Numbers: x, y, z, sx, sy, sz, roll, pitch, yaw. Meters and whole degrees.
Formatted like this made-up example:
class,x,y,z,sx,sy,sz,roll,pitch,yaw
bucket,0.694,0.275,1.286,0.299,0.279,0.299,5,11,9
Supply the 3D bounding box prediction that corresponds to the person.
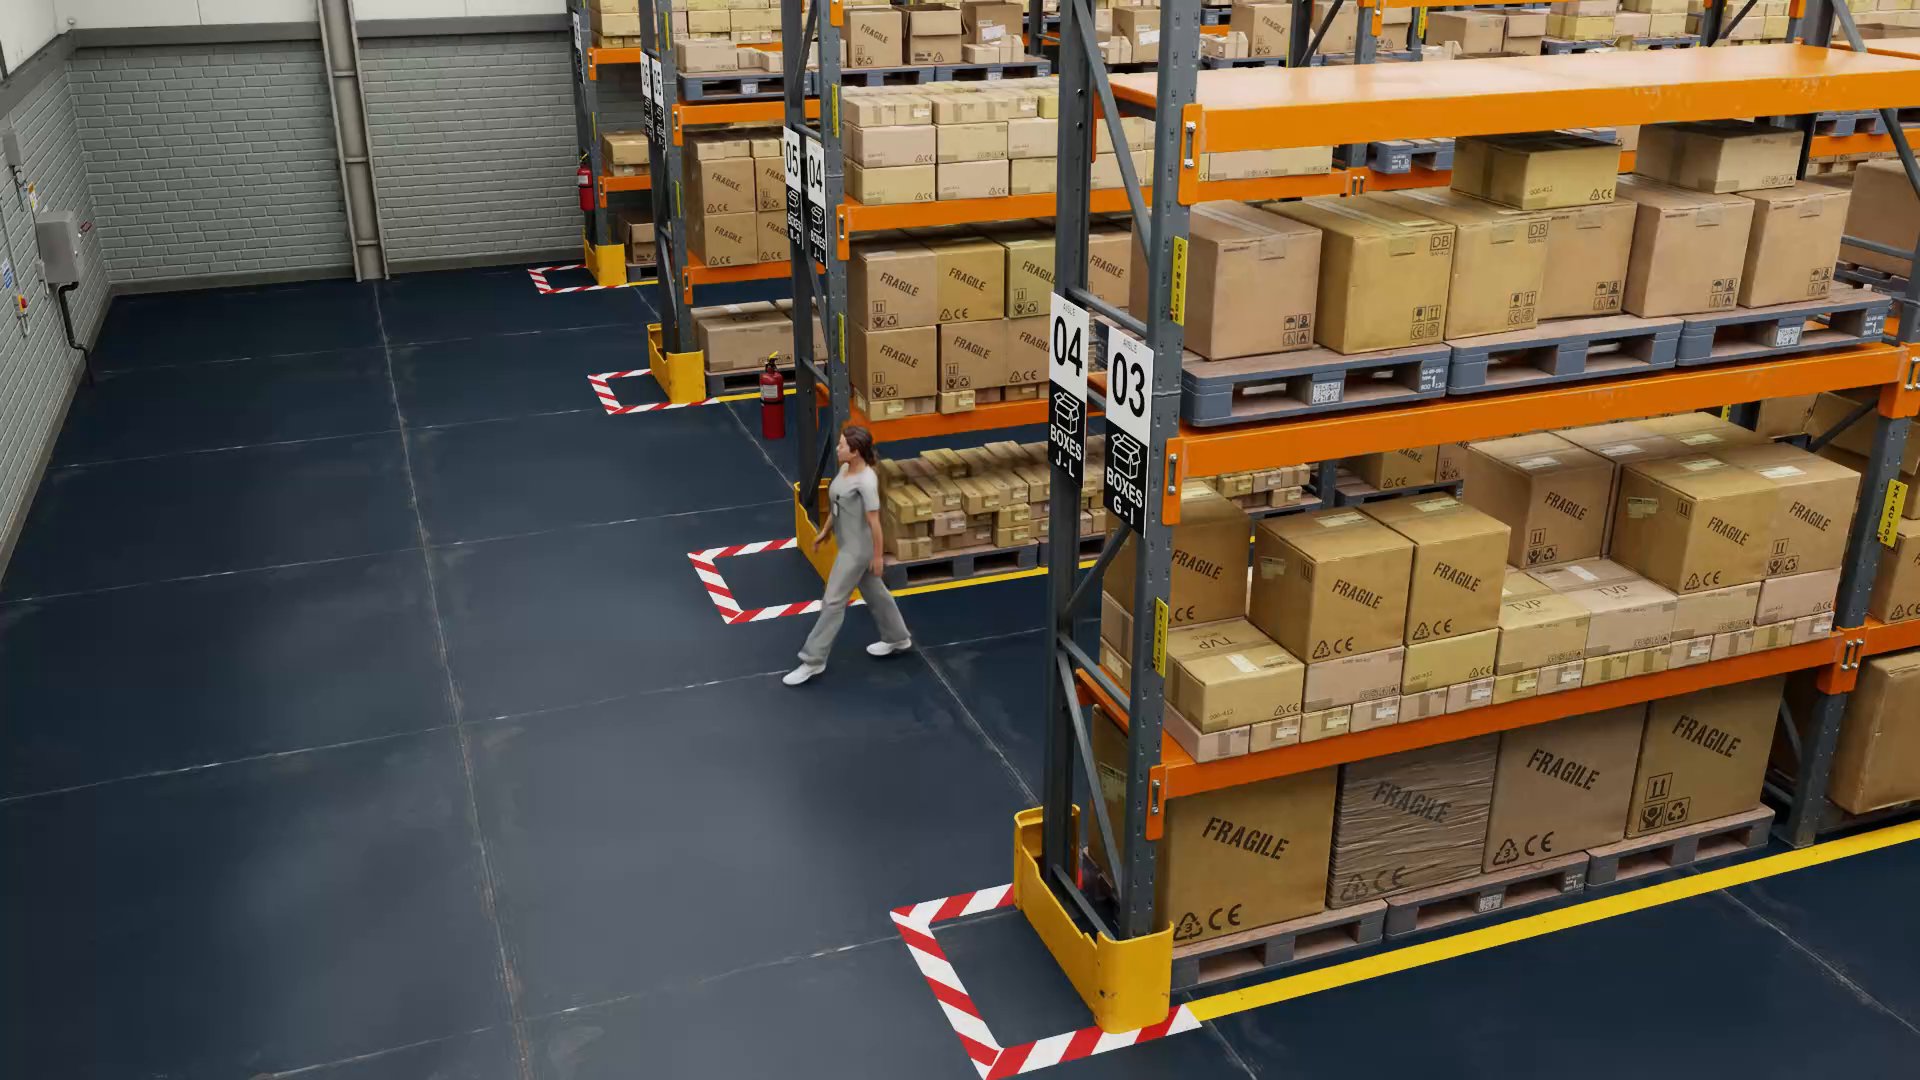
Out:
class,x,y,z,sx,sy,sz,roll,pitch,yaw
person,-0.758,0.048,10.685,0.932,1.634,0.478,-7,24,-17
